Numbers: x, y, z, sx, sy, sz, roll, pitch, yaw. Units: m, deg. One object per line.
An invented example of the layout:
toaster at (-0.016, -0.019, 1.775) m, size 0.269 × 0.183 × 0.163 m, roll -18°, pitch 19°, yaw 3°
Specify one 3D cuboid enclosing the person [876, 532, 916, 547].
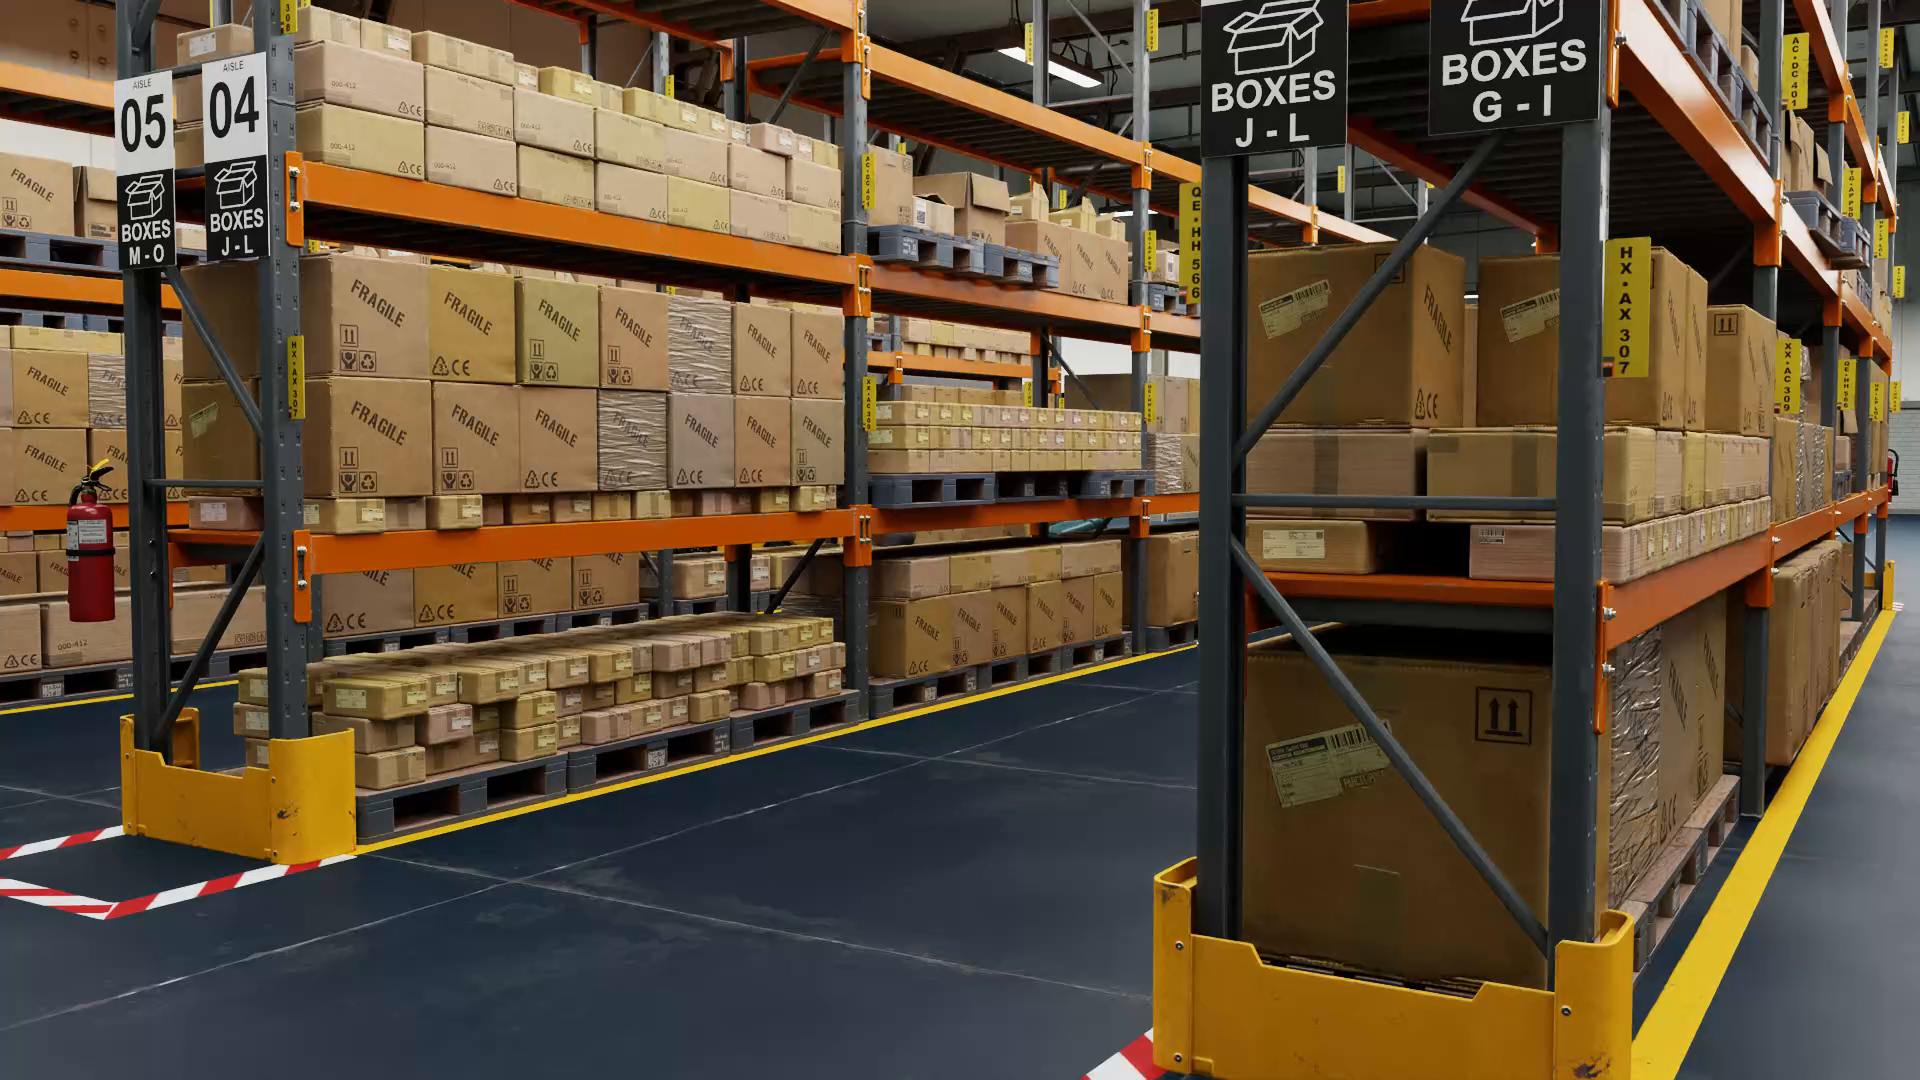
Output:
person at (-0.639, -0.053, 16.647) m, size 0.345 × 1.659 × 0.495 m, roll 2°, pitch 3°, yaw 29°
